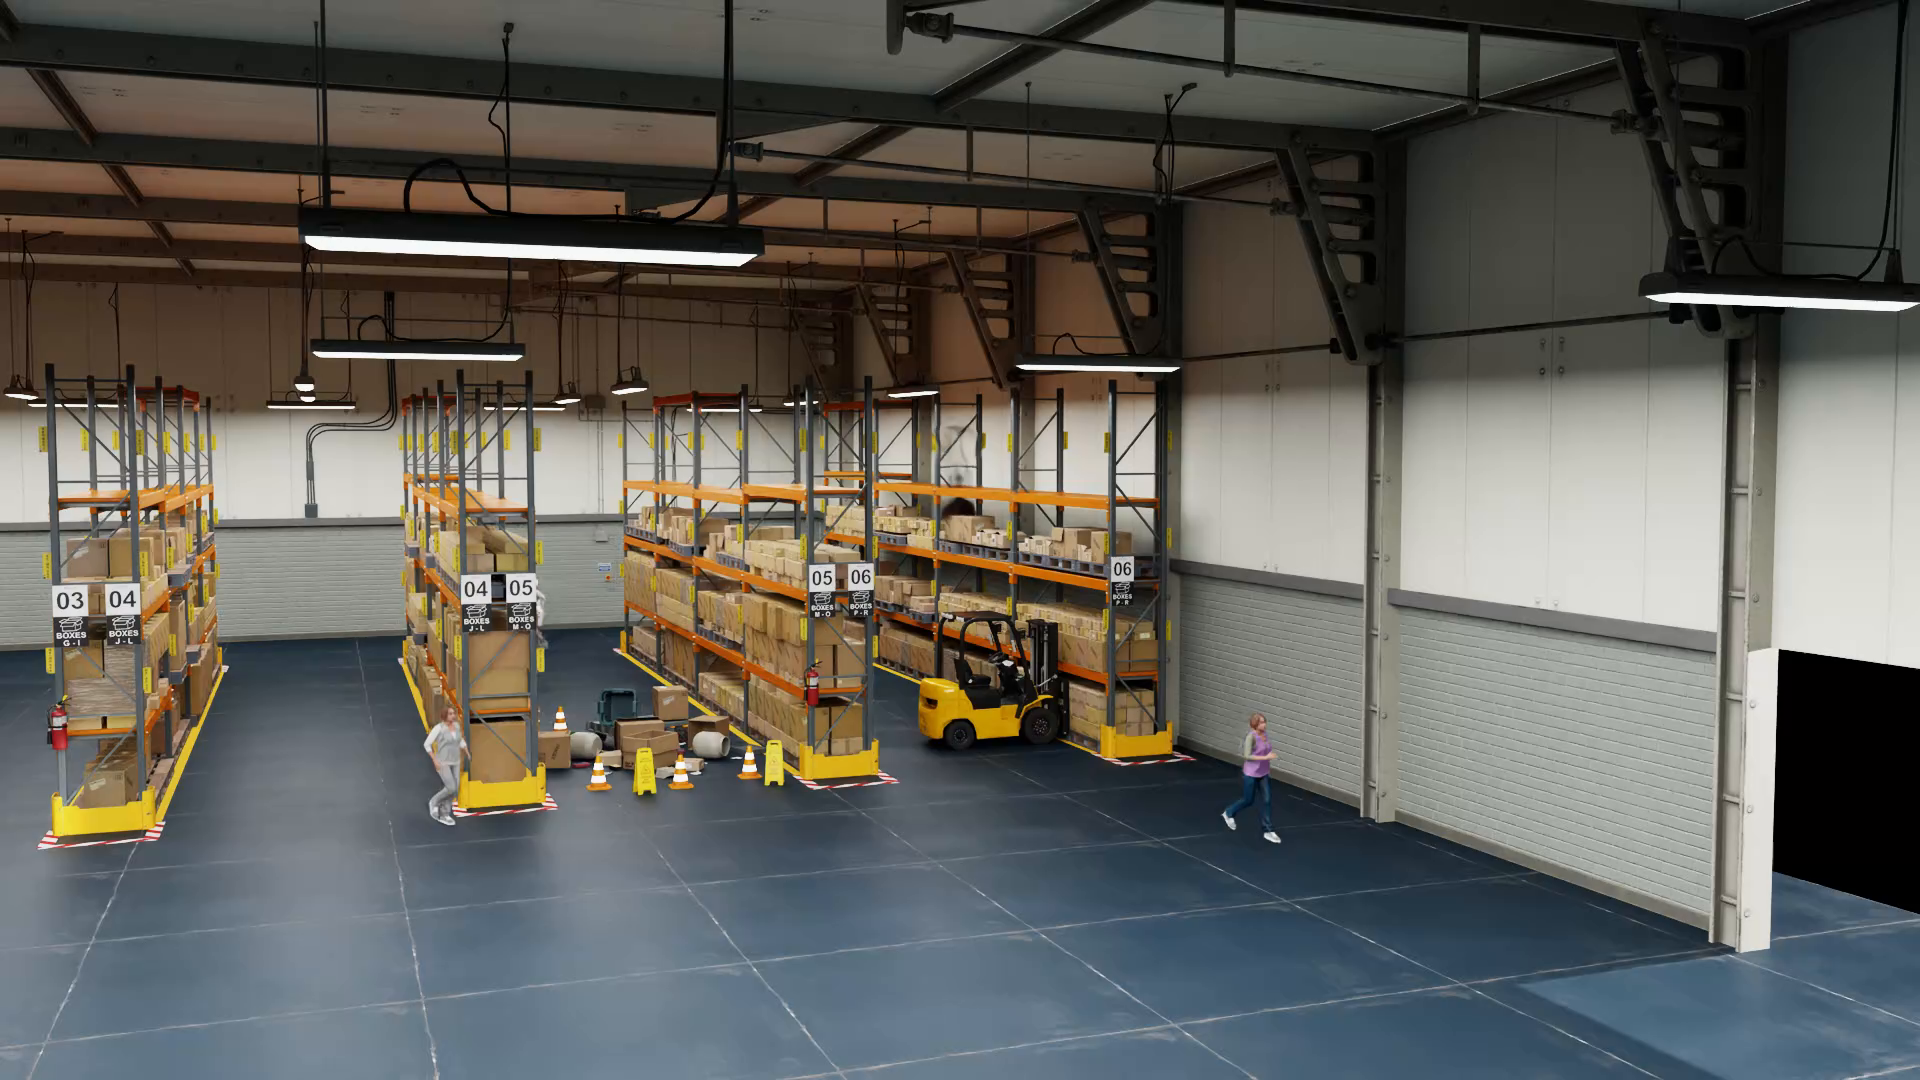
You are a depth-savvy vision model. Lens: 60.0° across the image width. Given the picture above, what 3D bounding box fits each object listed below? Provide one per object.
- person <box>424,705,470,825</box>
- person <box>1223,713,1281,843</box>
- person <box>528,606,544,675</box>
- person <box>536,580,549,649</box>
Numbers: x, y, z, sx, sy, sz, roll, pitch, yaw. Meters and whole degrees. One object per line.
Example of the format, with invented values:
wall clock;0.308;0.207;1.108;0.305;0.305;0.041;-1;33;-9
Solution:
person;-6.707;2.953;21.823;0.533;1.566;0.550;2;4;32
person;3.697;2.971;20.930;0.537;1.560;0.881;-3;4;-41
person;-9.246;2.065;35.477;0.701;1.801;1.041;-2;4;-27
person;-10.268;1.790;39.991;0.764;1.727;0.675;-2;4;-27
